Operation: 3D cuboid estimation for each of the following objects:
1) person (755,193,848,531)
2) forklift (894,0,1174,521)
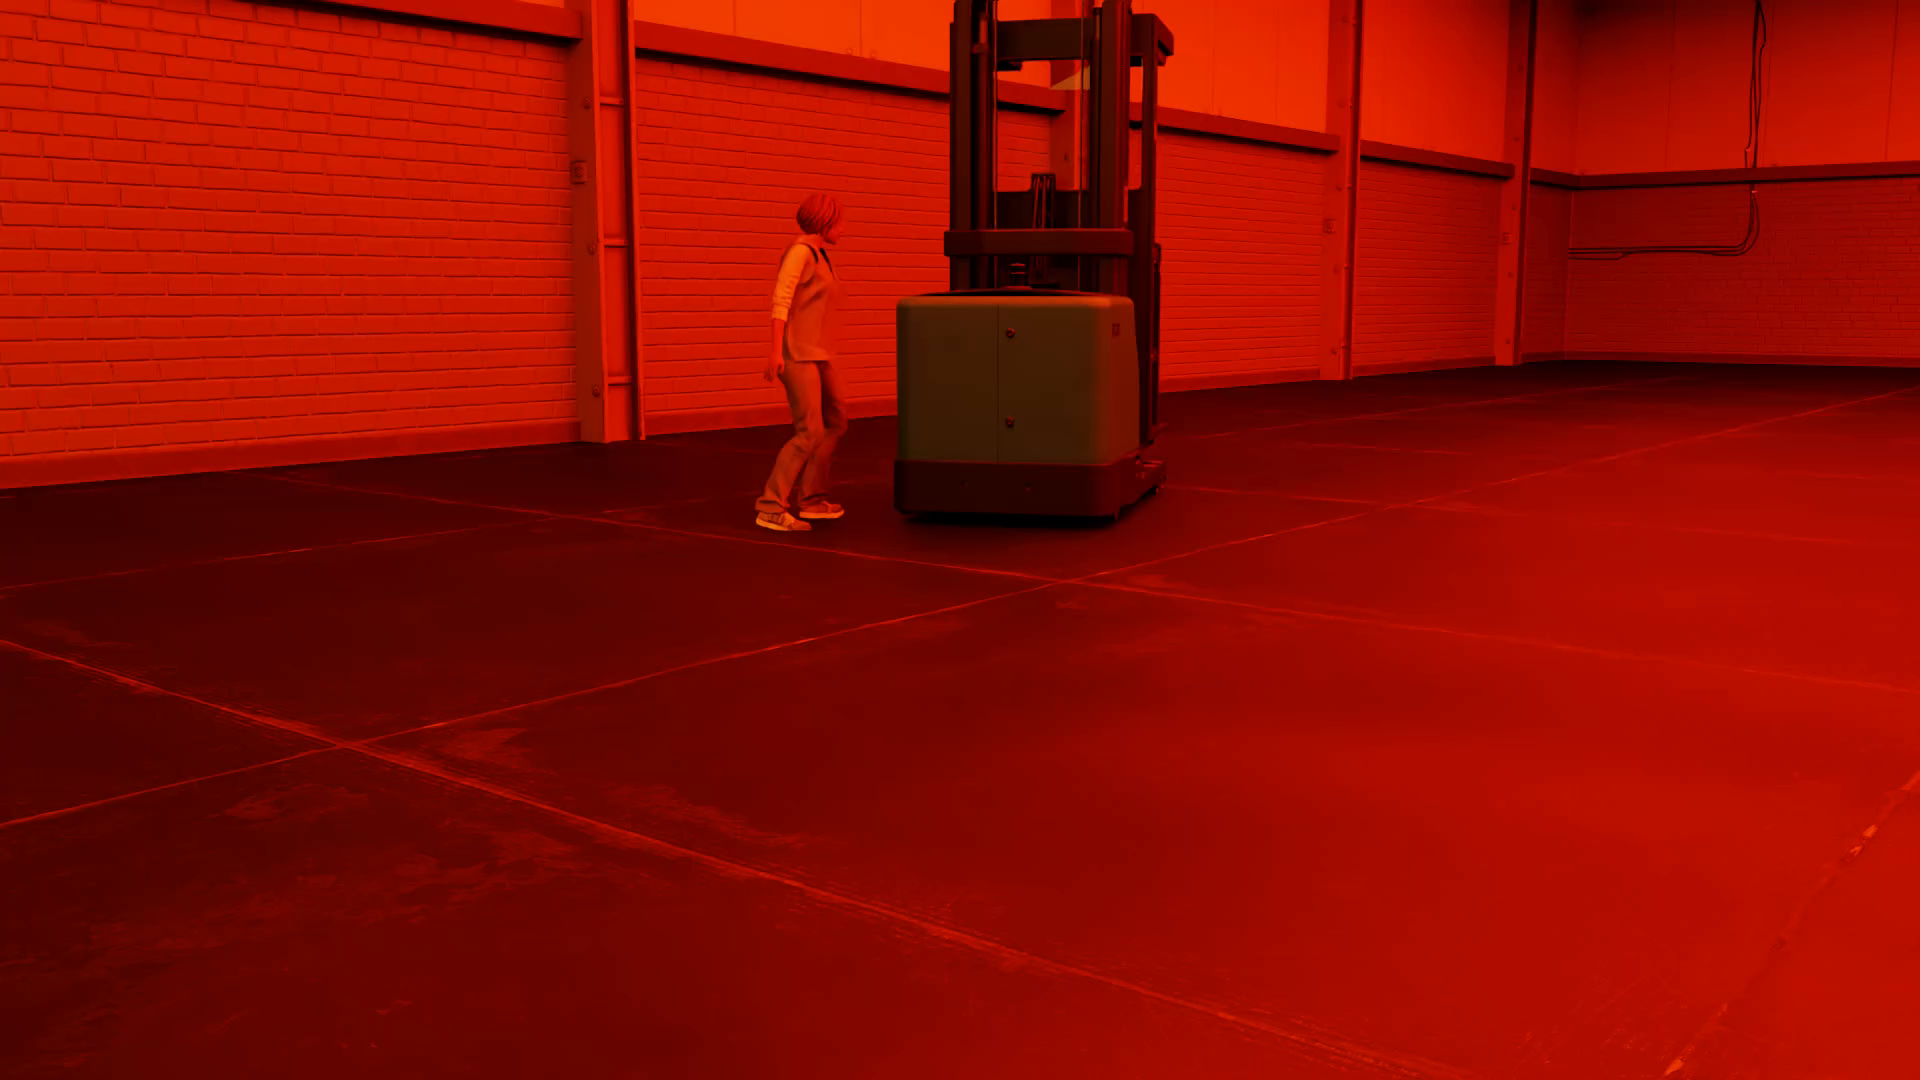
[{"bbox_3d":[-0.740,-0.820,7.759,0.405,1.564,0.742,1,8,9],"label":"person"},{"bbox_3d":[0.543,-1.714,8.994,1.130,2.935,3.031,2,9,14],"label":"forklift"}]
